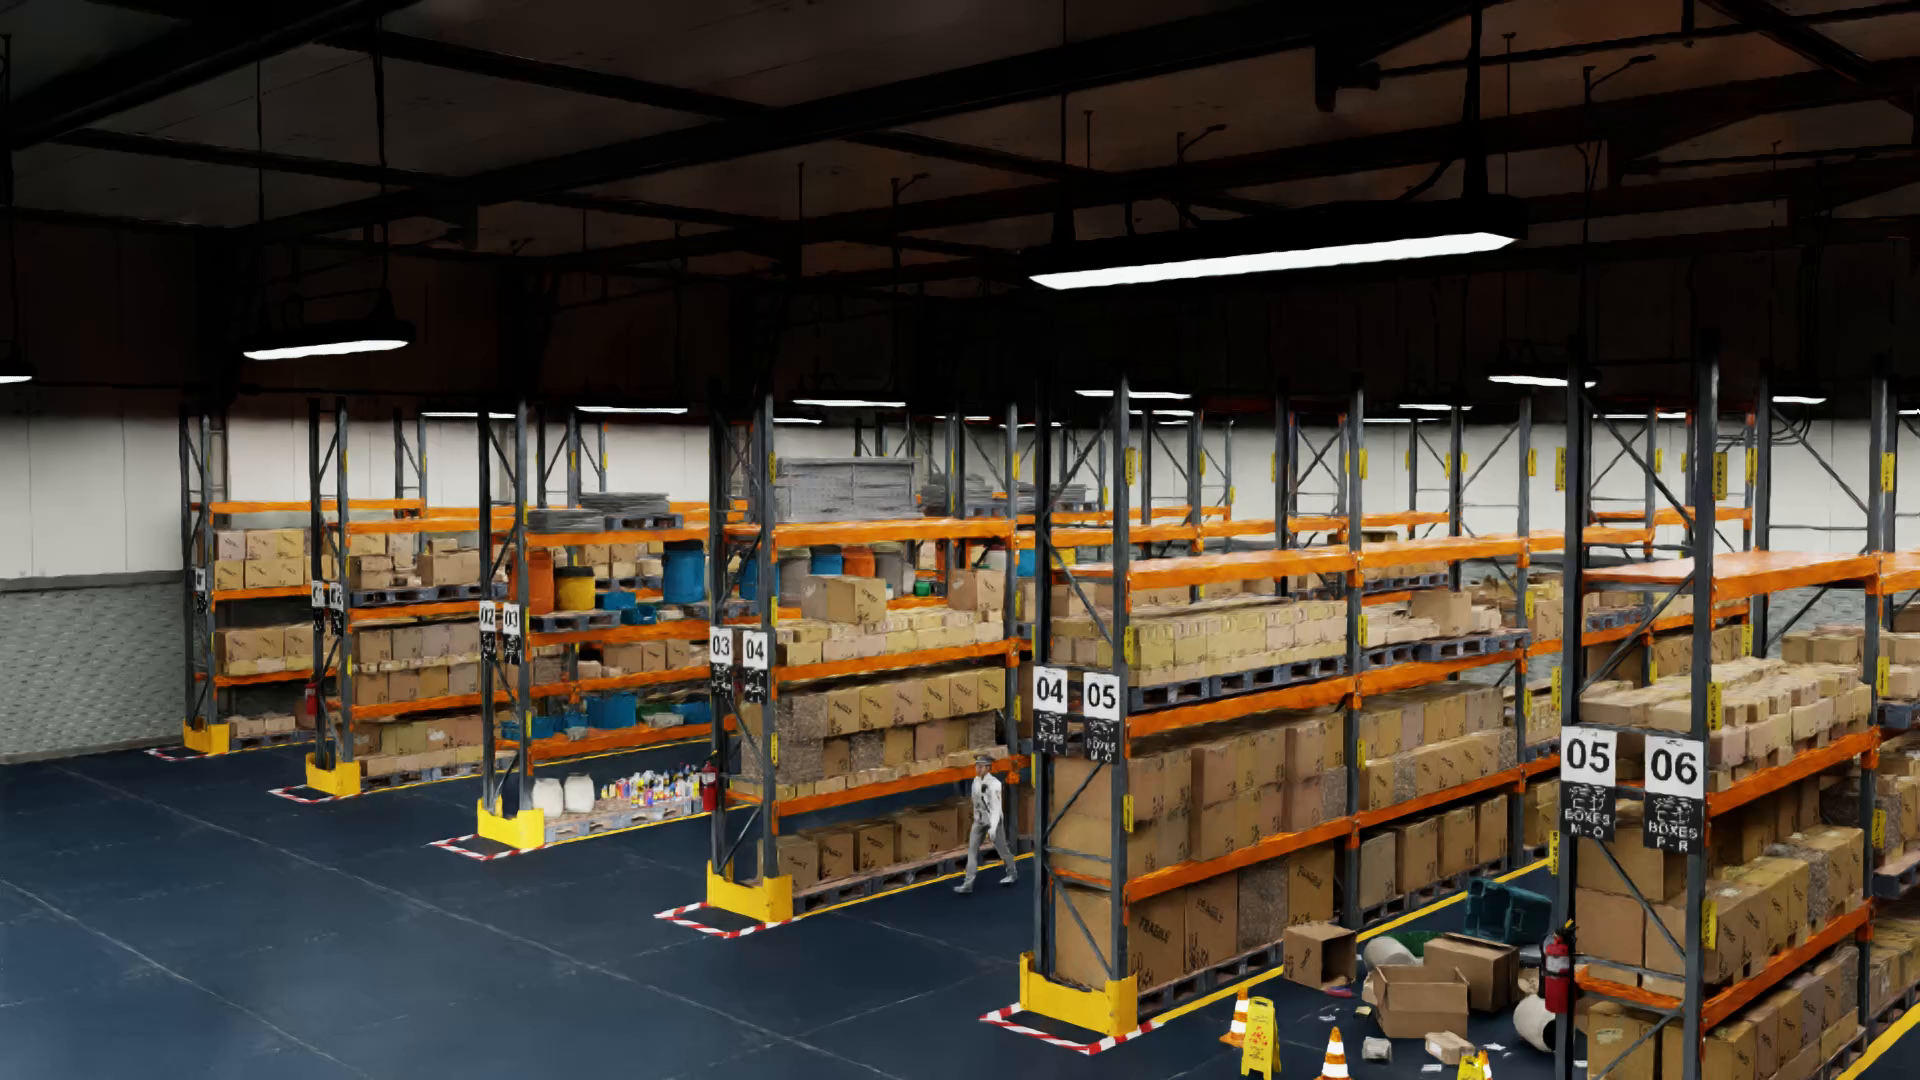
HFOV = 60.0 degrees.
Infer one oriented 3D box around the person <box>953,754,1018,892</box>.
[{"bbox_3d":[0.330,3.310,19.578,0.500,1.625,0.989,3,4,42],"label":"person"}]
